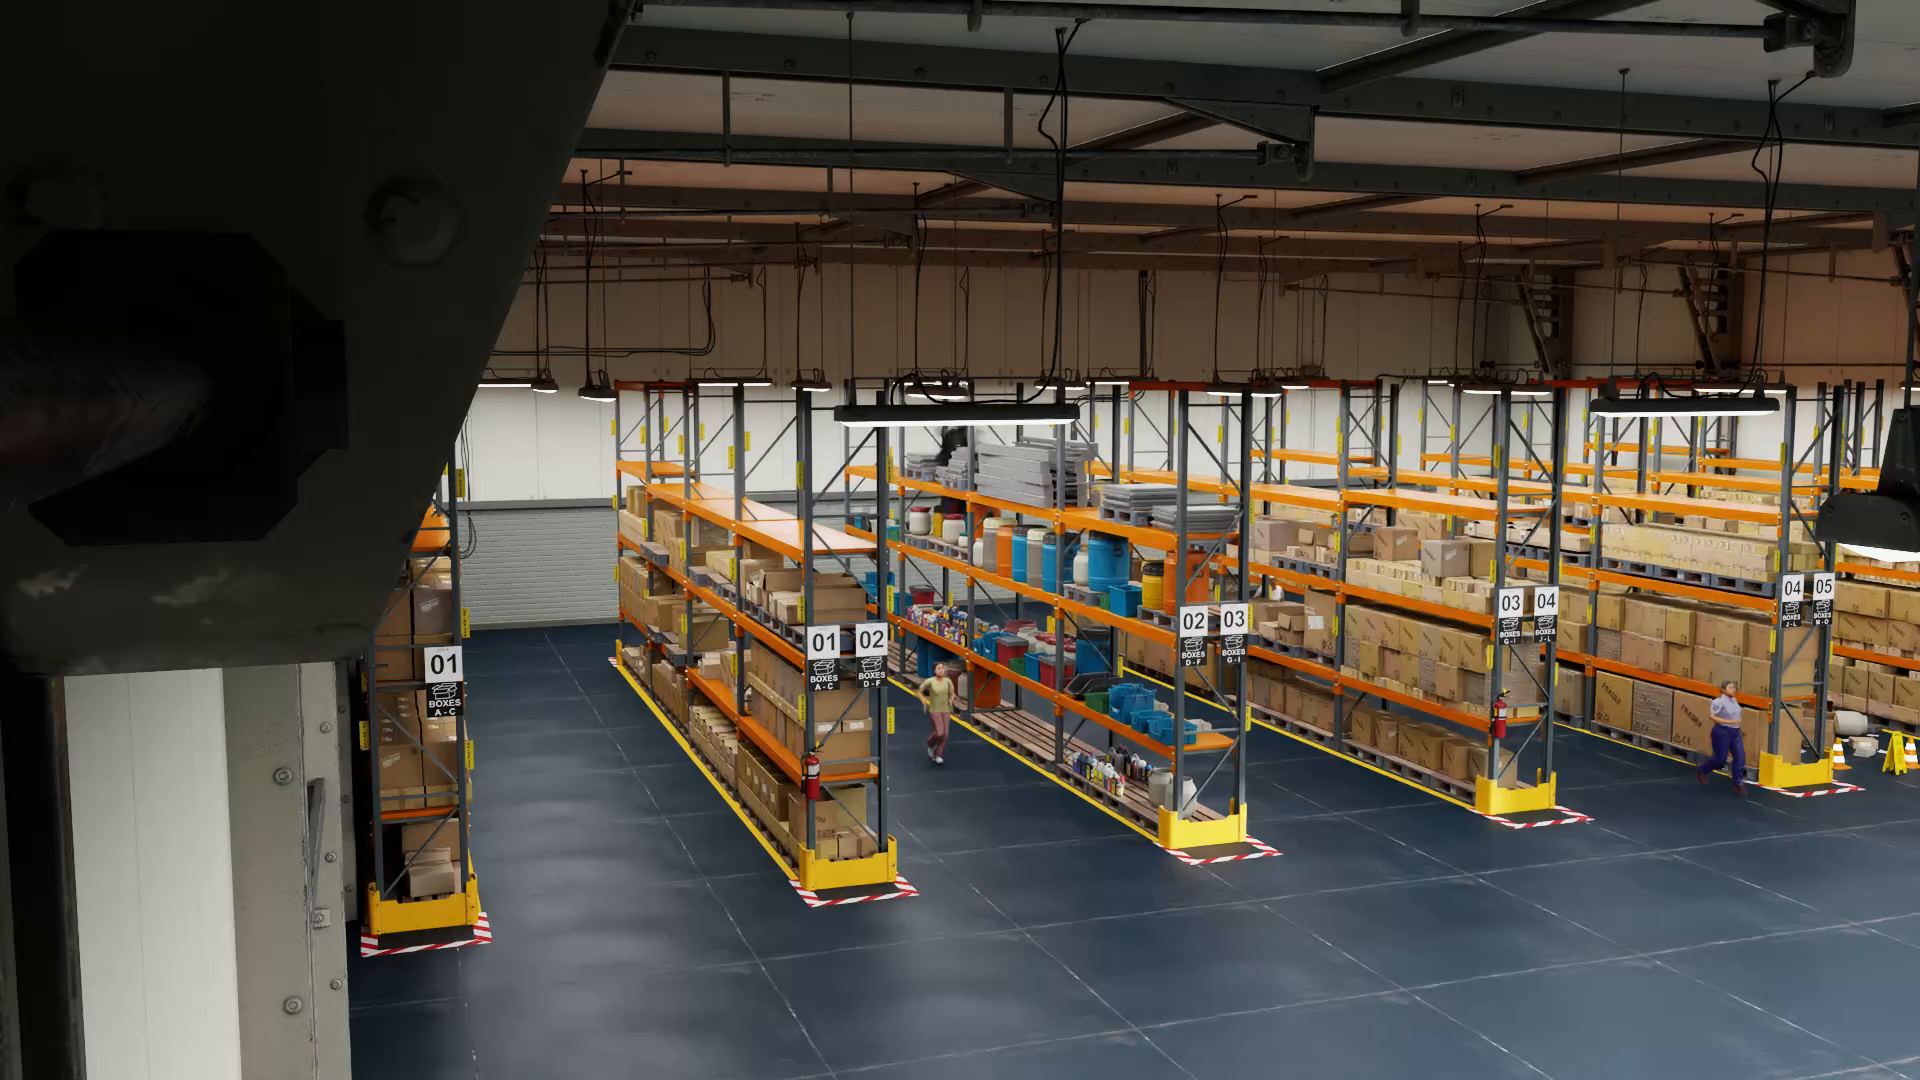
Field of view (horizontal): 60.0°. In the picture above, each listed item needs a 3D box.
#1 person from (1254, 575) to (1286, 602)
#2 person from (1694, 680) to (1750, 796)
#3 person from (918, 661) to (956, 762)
[{"bbox_3d":[6.831,1.611,36.343,0.657,1.749,0.631,-2,6,-16],"label":"person"},{"bbox_3d":[11.342,2.924,24.689,0.611,1.666,0.787,-3,7,-28],"label":"person"},{"bbox_3d":[-0.317,2.736,26.355,0.580,1.624,0.533,-3,7,-24],"label":"person"}]
